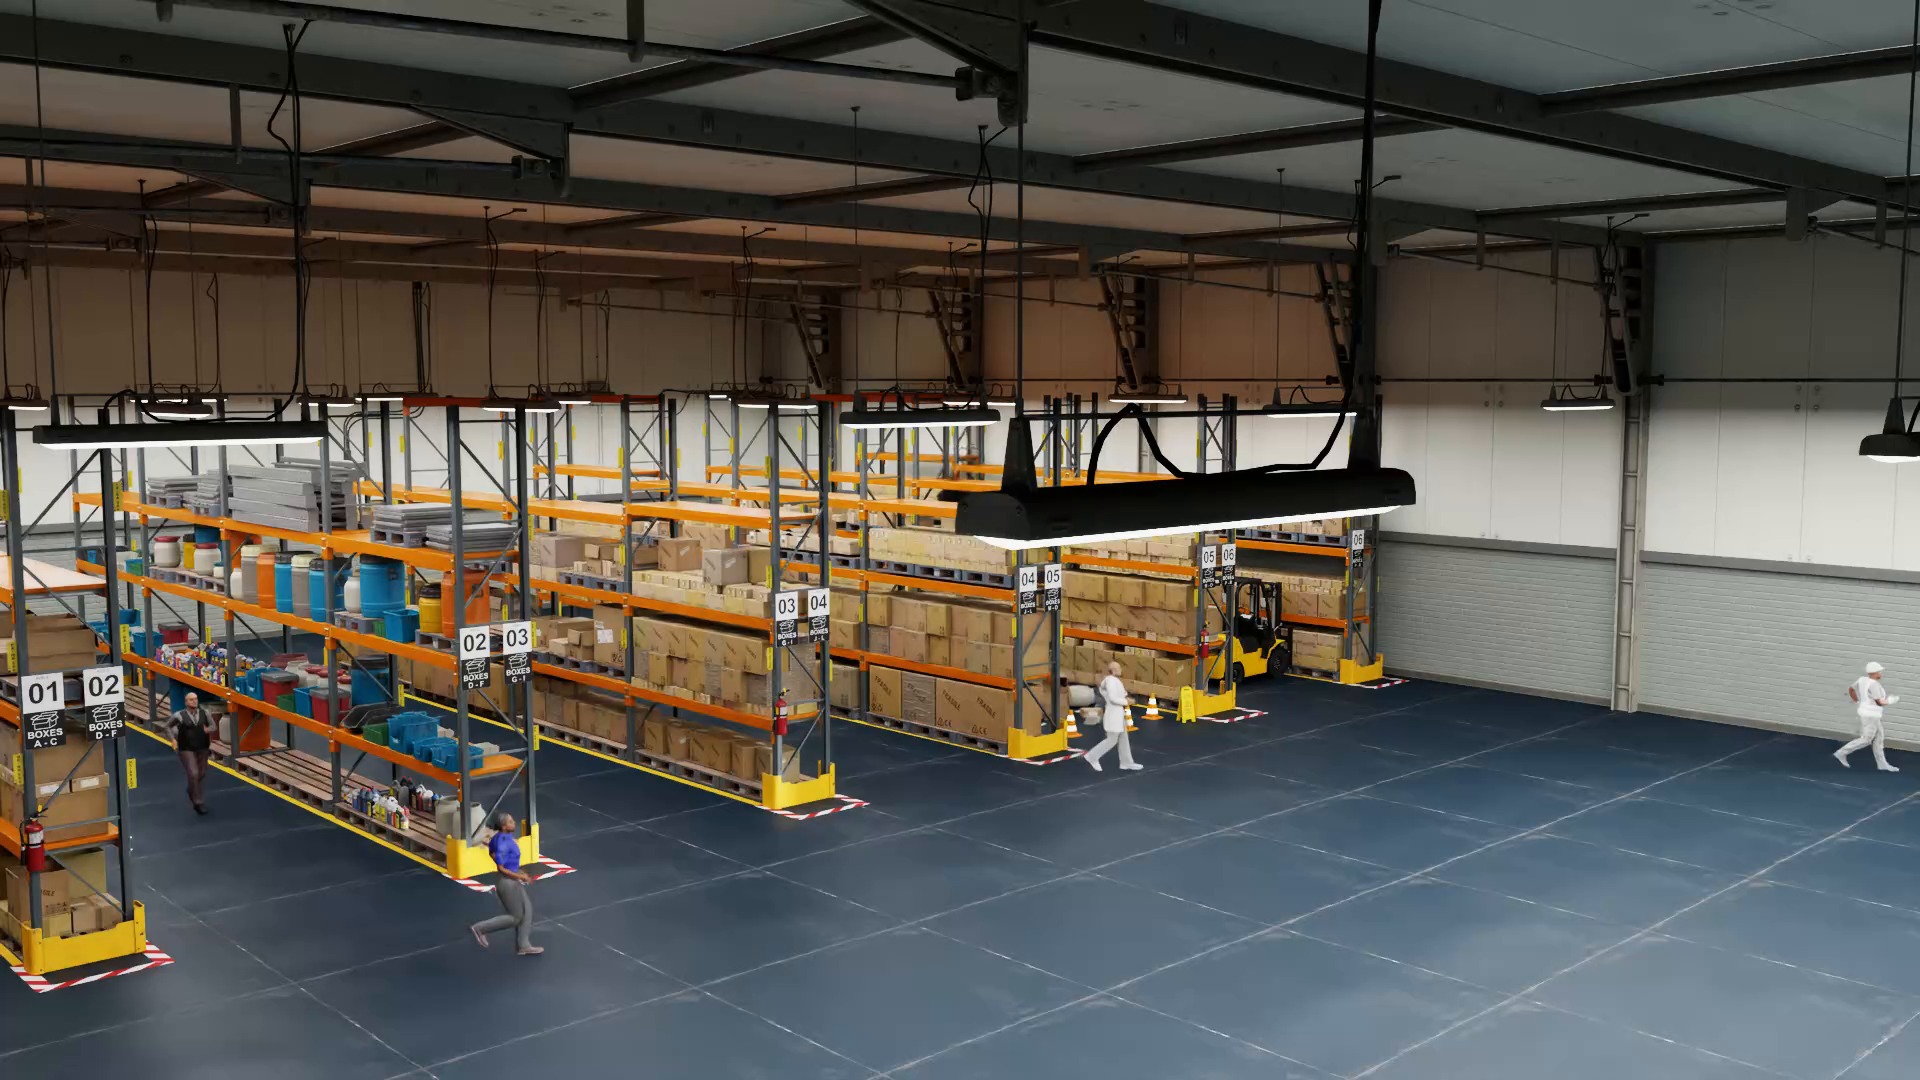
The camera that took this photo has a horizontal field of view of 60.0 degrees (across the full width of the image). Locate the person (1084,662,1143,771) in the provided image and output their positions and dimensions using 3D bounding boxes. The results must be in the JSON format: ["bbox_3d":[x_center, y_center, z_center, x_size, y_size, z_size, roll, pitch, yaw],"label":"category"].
[{"bbox_3d":[2.505,2.840,26.764,0.903,1.773,0.716,1,6,6],"label":"person"}]

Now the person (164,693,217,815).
[{"bbox_3d":[-11.265,3.096,24.364,0.960,1.714,0.567,5,8,43],"label":"person"}]

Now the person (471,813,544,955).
[{"bbox_3d":[-4.976,3.775,18.226,0.768,1.614,0.593,-2,6,-18],"label":"person"}]

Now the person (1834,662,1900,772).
[{"bbox_3d":[14.604,2.832,26.729,0.984,1.765,0.685,1,6,15],"label":"person"}]
